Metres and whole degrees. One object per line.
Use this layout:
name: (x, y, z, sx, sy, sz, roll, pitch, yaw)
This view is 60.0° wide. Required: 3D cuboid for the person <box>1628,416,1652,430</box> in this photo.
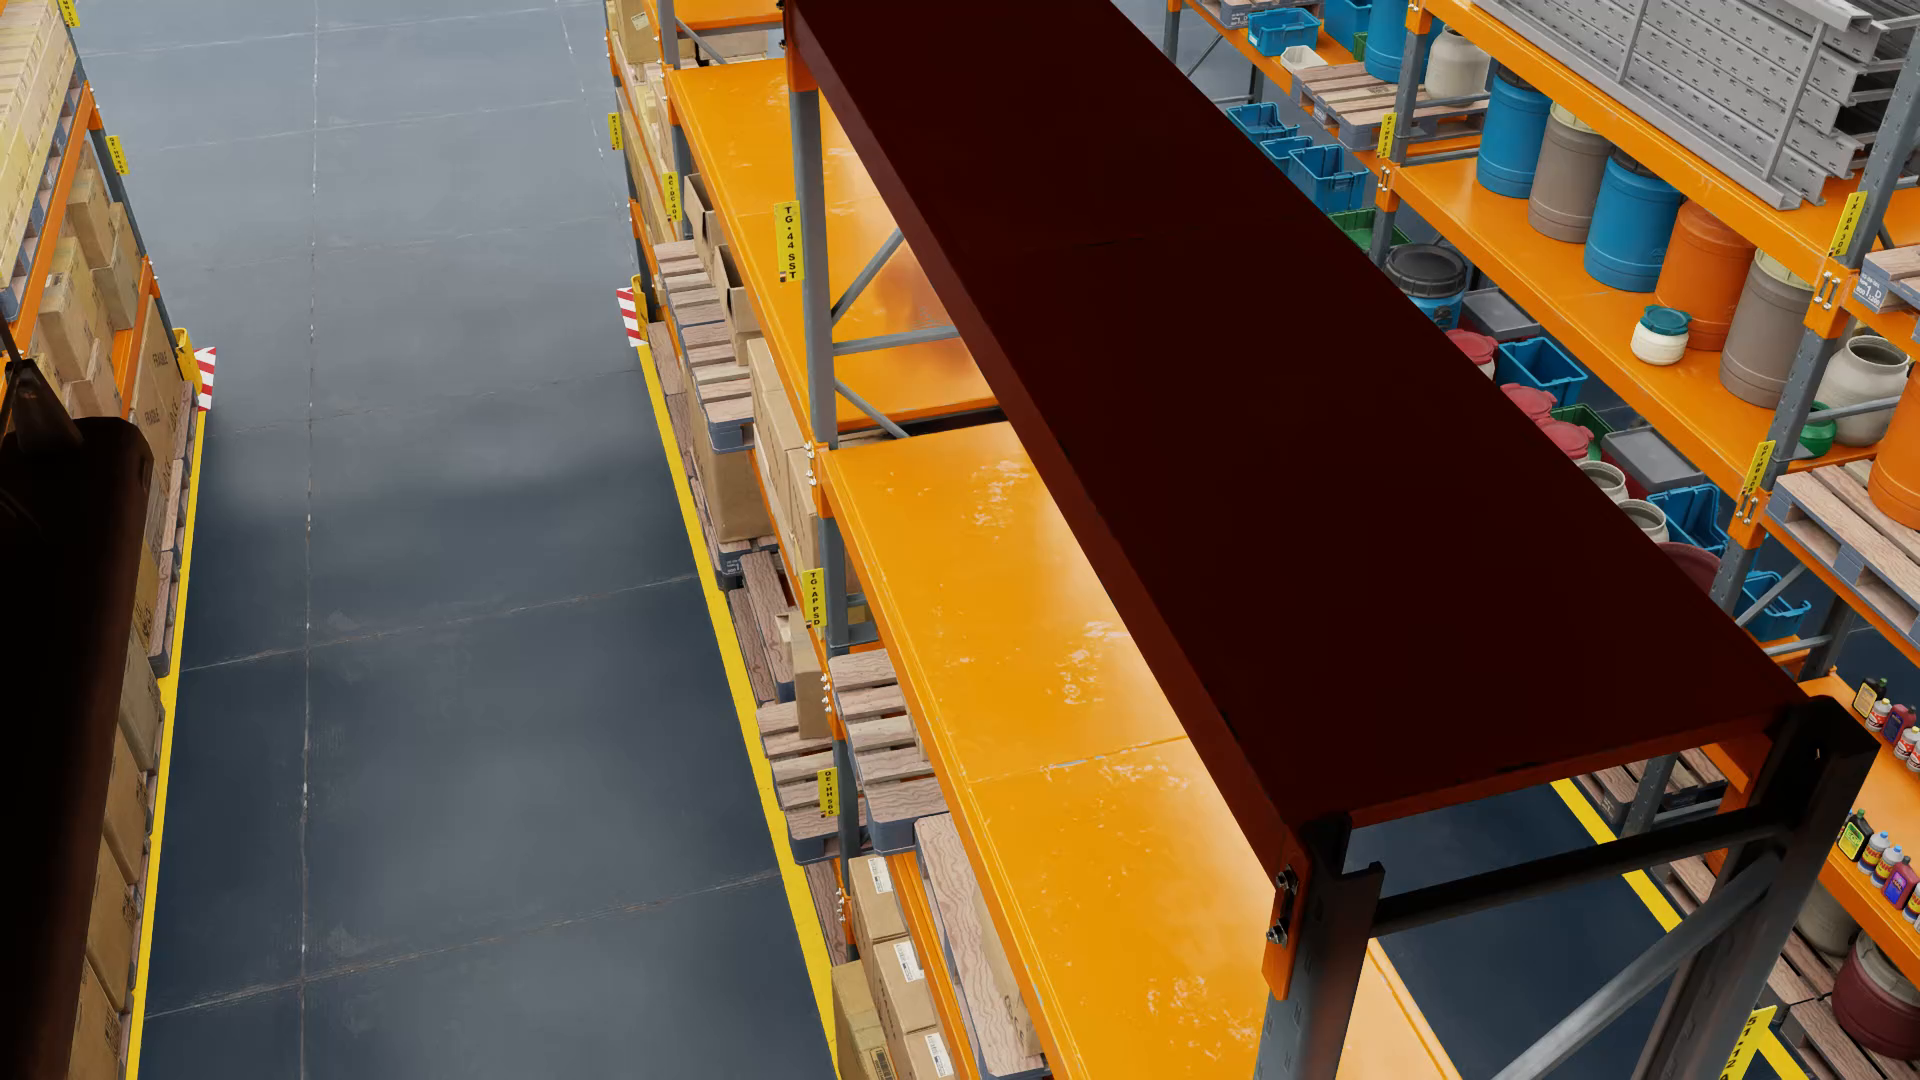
person: (5.406, -0.979, 12.856, 0.590, 1.504, 0.822, -19, 42, -23)
